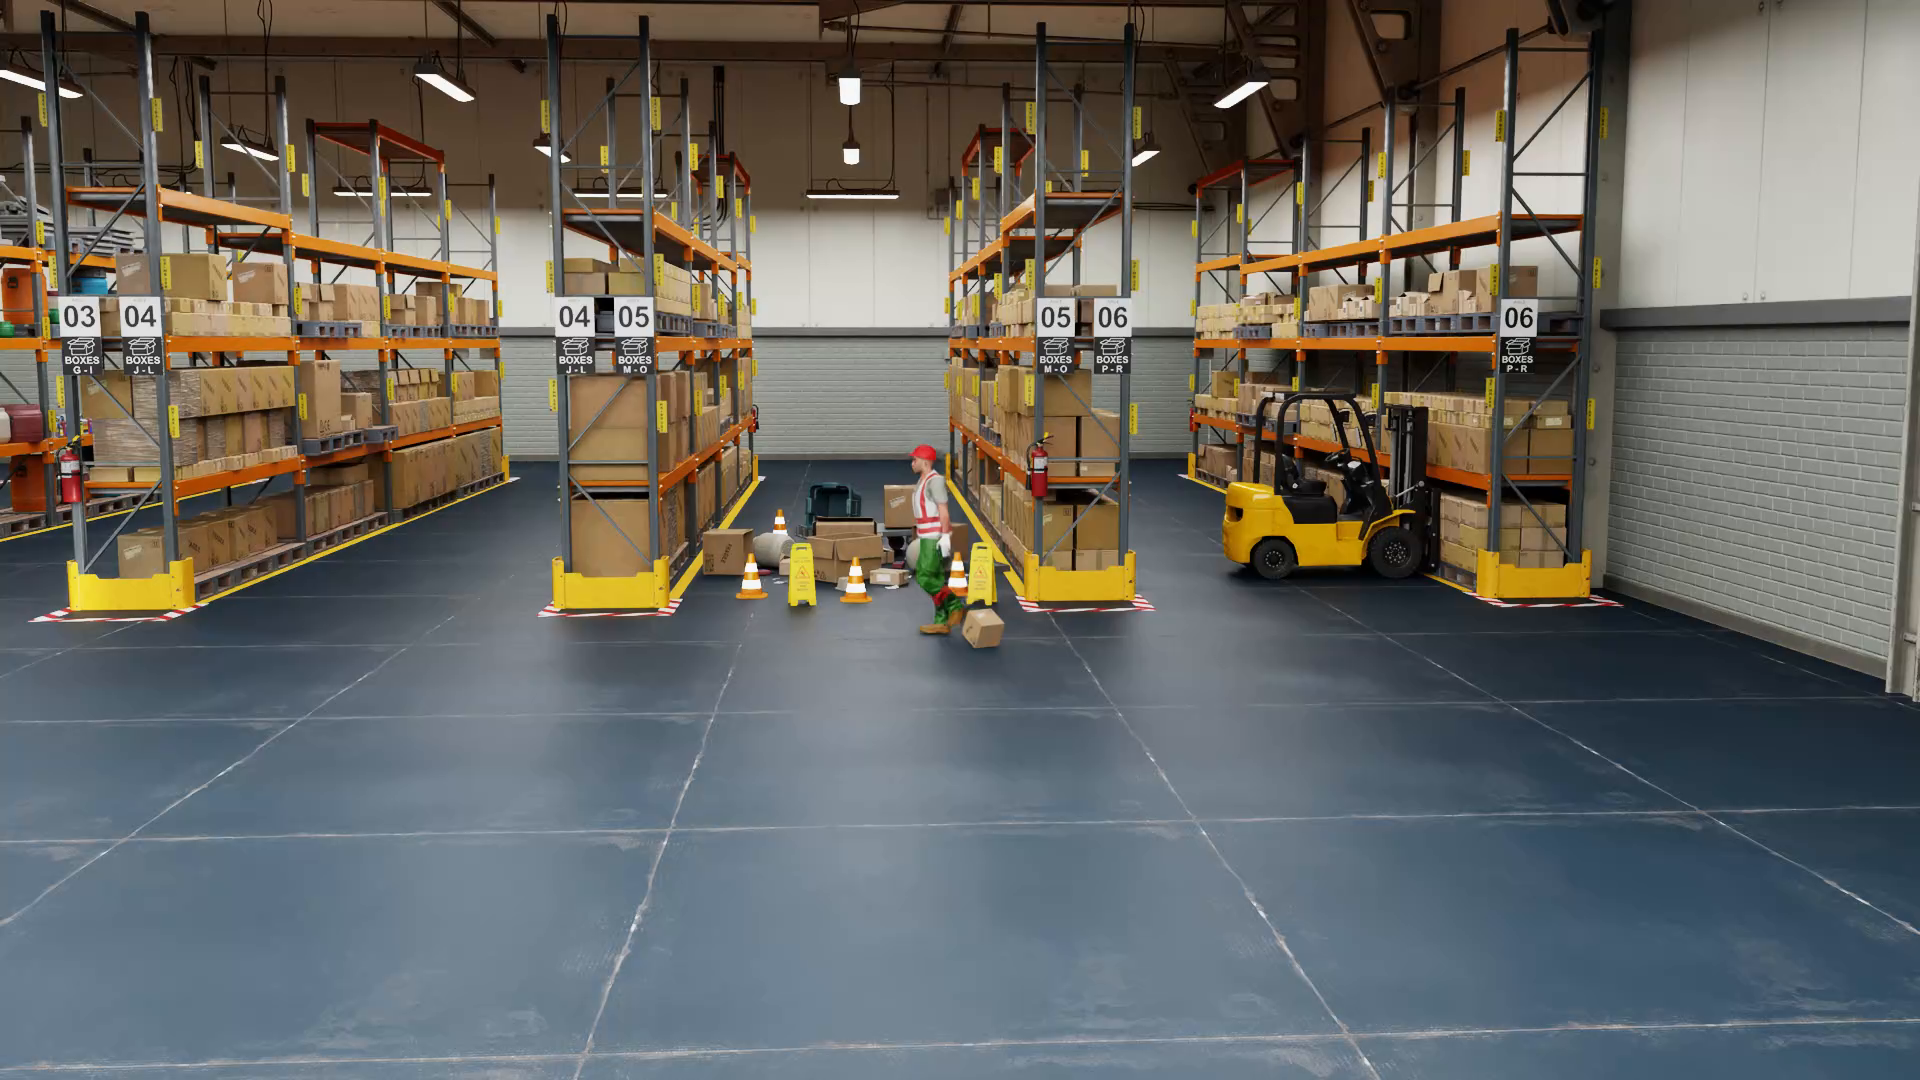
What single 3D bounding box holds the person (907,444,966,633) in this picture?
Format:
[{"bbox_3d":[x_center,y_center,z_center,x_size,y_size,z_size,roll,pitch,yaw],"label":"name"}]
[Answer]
[{"bbox_3d":[-0.222,-0.008,15.640,0.530,1.782,0.596,-2,7,-13],"label":"person"}]
